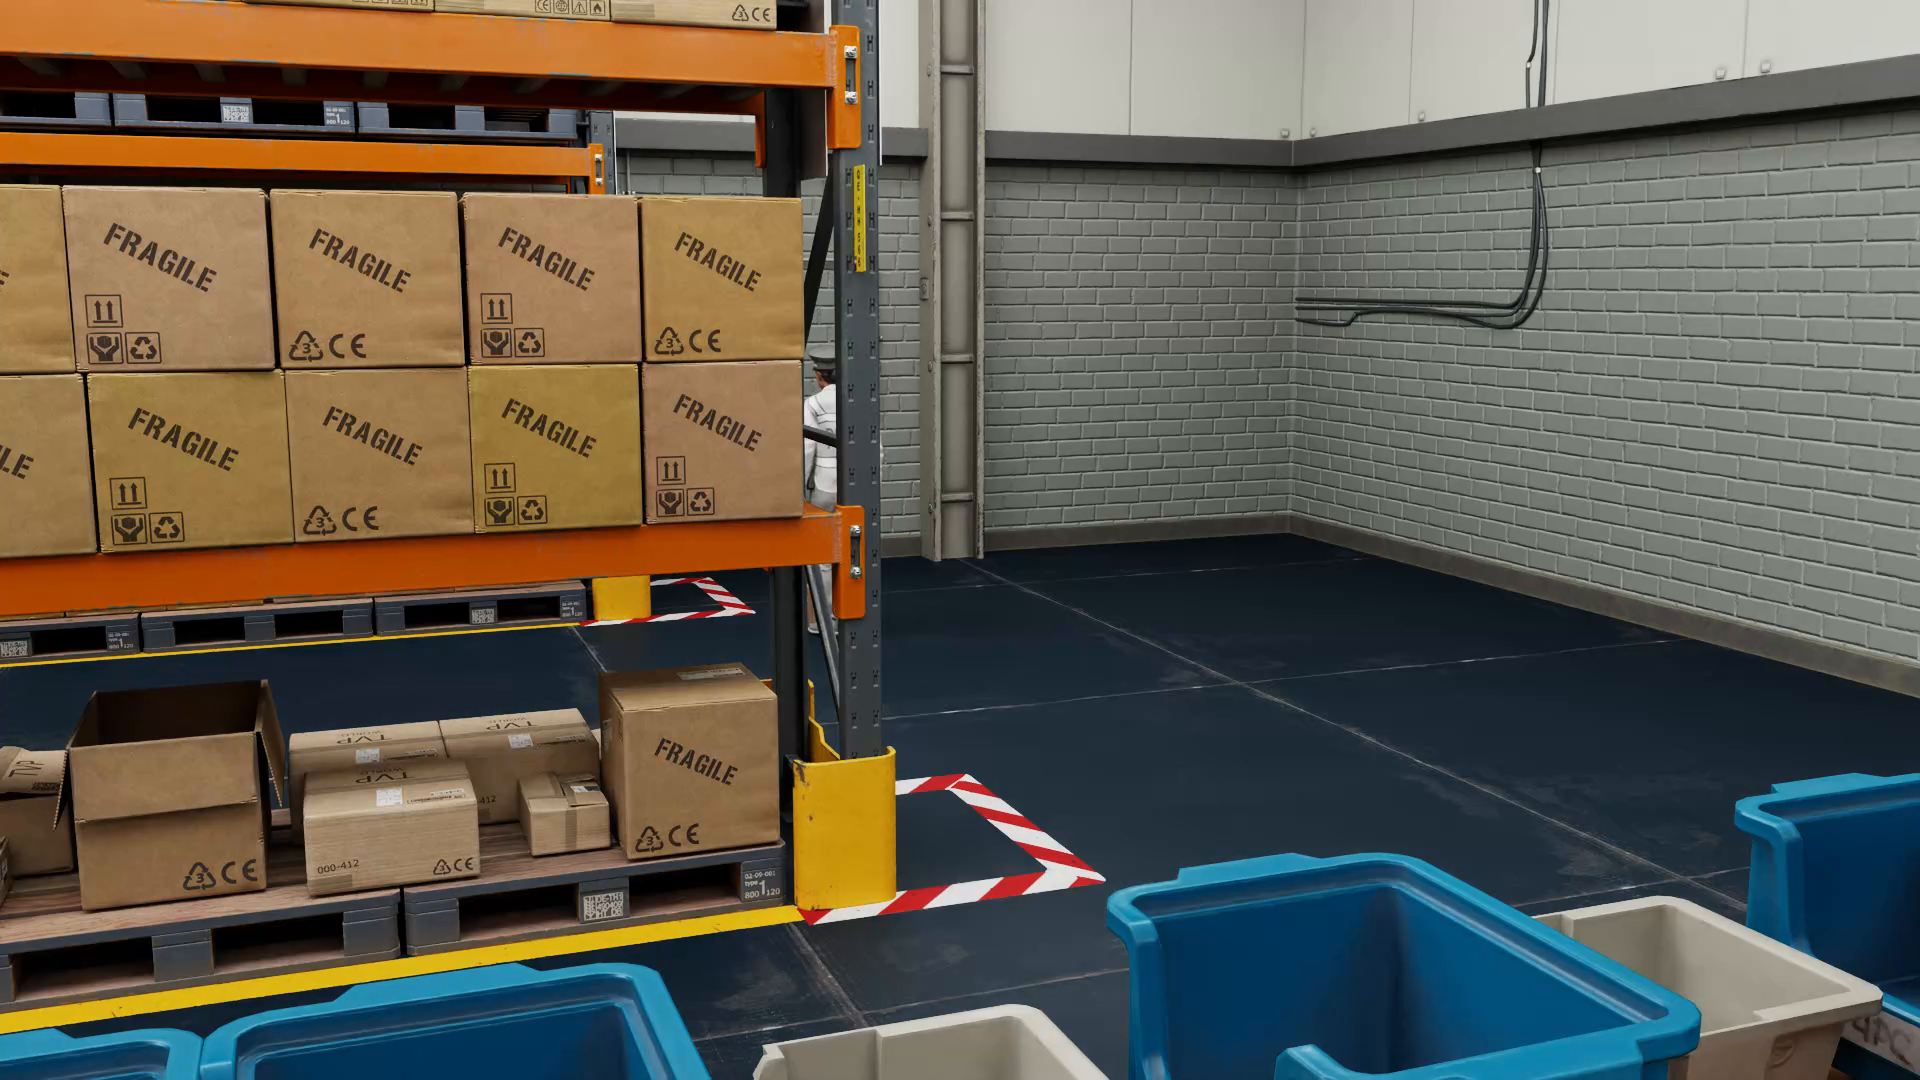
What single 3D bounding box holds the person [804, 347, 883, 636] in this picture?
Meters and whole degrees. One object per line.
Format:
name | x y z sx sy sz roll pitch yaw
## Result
person | -0.704 -0.268 9.540 0.546 1.664 0.414 -4 10 -24
